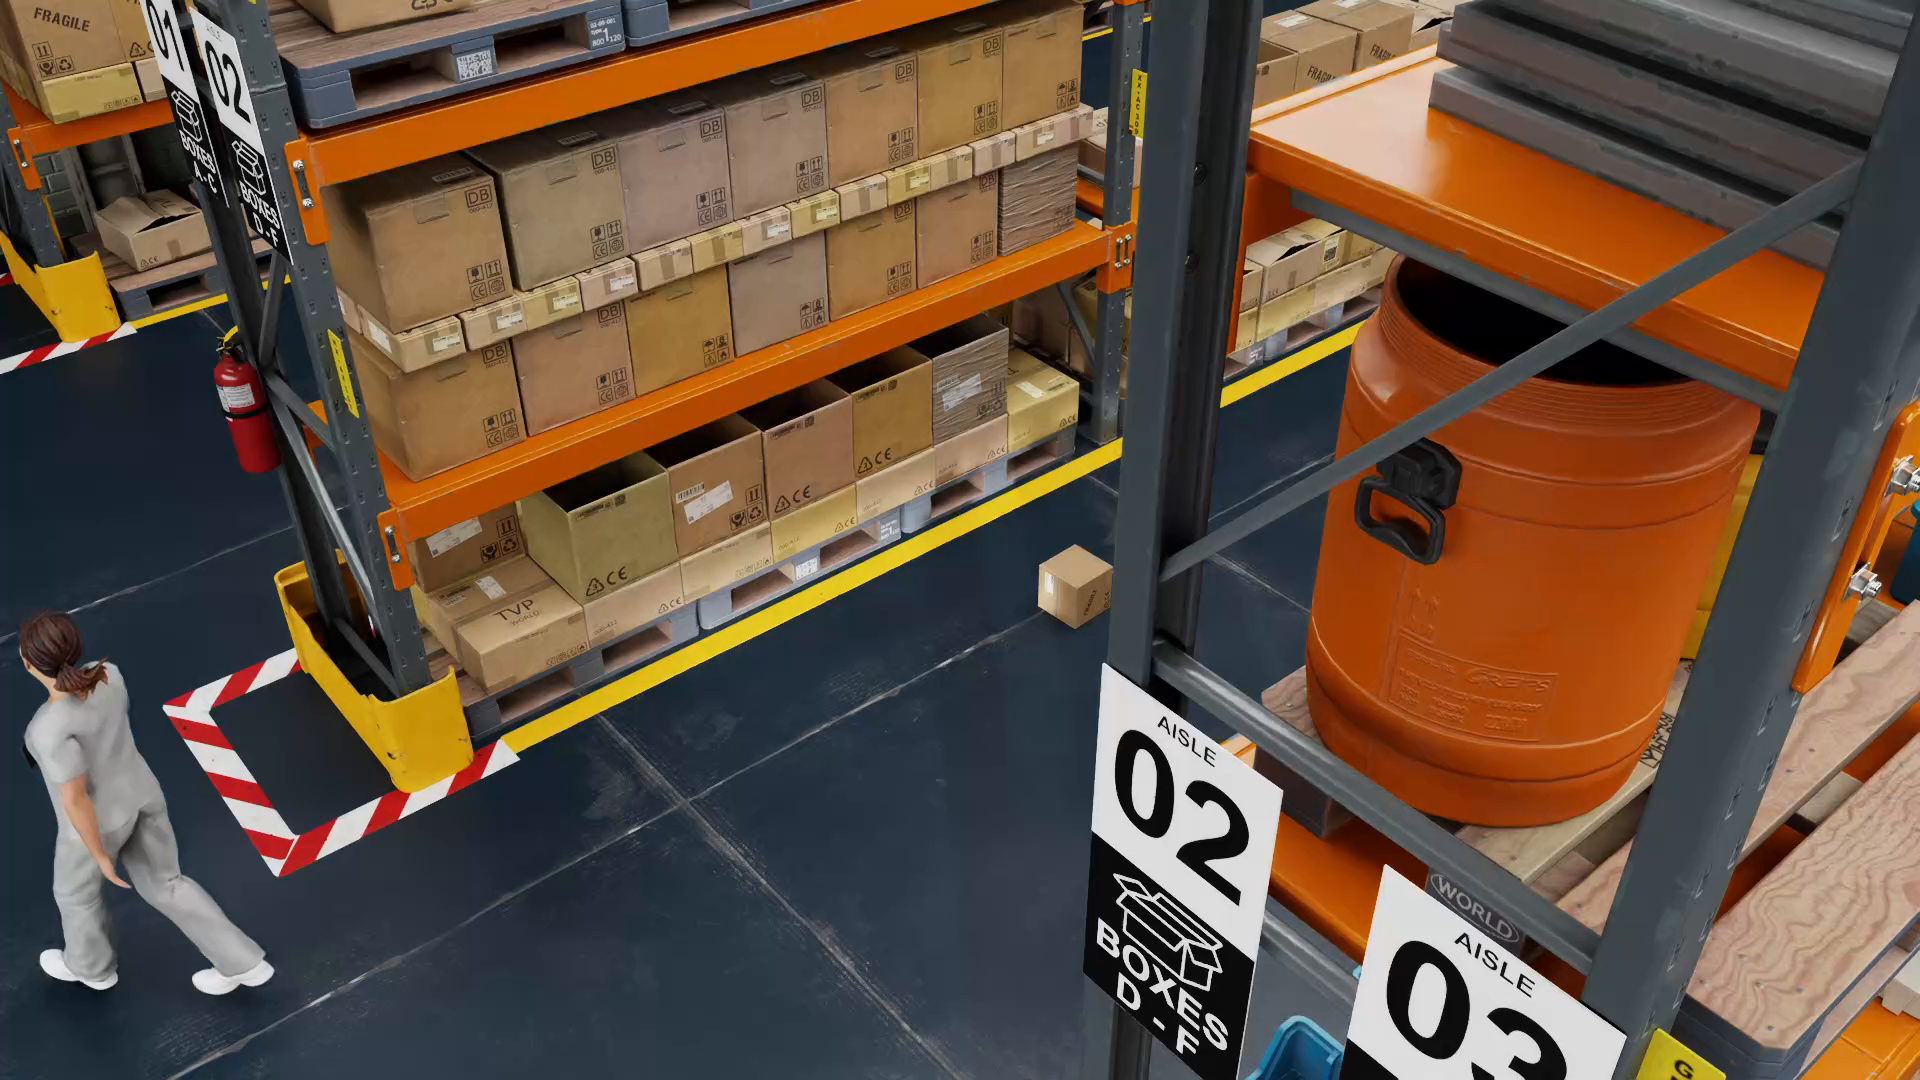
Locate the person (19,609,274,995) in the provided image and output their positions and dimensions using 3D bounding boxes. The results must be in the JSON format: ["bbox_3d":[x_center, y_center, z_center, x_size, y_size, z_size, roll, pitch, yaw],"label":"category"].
[{"bbox_3d":[-2.953,0.937,5.792,0.926,1.626,0.494,8,37,11],"label":"person"}]
